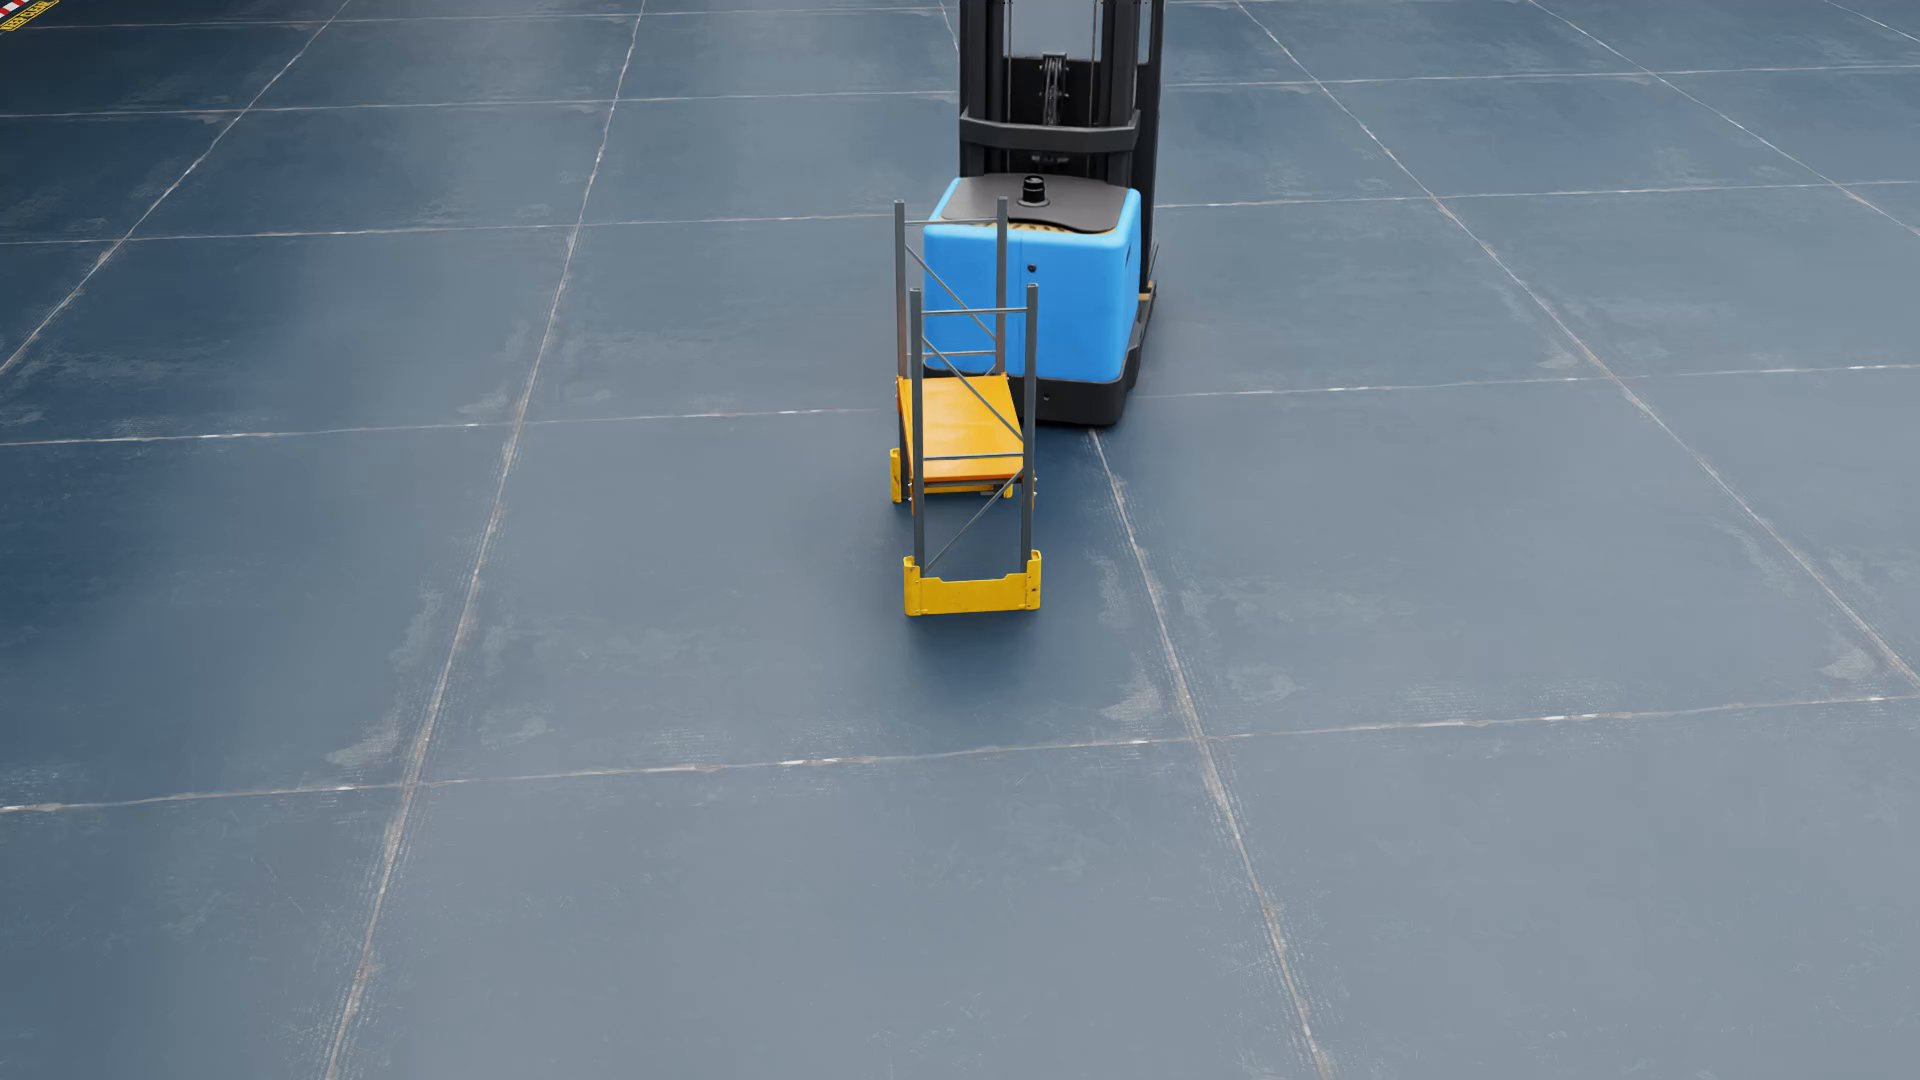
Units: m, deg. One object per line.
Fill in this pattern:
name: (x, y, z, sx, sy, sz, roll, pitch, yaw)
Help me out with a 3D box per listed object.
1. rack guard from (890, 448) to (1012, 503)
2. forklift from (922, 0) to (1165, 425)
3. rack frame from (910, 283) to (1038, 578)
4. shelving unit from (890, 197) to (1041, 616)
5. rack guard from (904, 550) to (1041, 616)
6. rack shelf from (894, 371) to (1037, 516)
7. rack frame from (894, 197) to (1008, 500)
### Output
rack guard: (-0.039, -0.323, 8.046, 0.587, 0.250, 0.087, -3, 31, -5)
forklift: (0.587, -2.595, 9.237, 1.130, 2.935, 3.031, 6, 31, 9)
rack frame: (0.055, -0.341, 6.858, 0.500, 1.500, 0.032, -3, 31, -5)
shelving unit: (0.007, -0.605, 7.300, 0.587, 1.500, 1.083, -3, 31, -5)
rack guard: (0.054, 0.186, 7.195, 0.587, 0.250, 0.087, -3, 31, -5)
rack shelf: (0.008, -0.446, 7.385, 0.538, 0.185, 1.000, -3, 31, -5)
rack frame: (-0.040, -0.860, 7.727, 0.500, 1.500, 0.032, -3, 31, -5)
